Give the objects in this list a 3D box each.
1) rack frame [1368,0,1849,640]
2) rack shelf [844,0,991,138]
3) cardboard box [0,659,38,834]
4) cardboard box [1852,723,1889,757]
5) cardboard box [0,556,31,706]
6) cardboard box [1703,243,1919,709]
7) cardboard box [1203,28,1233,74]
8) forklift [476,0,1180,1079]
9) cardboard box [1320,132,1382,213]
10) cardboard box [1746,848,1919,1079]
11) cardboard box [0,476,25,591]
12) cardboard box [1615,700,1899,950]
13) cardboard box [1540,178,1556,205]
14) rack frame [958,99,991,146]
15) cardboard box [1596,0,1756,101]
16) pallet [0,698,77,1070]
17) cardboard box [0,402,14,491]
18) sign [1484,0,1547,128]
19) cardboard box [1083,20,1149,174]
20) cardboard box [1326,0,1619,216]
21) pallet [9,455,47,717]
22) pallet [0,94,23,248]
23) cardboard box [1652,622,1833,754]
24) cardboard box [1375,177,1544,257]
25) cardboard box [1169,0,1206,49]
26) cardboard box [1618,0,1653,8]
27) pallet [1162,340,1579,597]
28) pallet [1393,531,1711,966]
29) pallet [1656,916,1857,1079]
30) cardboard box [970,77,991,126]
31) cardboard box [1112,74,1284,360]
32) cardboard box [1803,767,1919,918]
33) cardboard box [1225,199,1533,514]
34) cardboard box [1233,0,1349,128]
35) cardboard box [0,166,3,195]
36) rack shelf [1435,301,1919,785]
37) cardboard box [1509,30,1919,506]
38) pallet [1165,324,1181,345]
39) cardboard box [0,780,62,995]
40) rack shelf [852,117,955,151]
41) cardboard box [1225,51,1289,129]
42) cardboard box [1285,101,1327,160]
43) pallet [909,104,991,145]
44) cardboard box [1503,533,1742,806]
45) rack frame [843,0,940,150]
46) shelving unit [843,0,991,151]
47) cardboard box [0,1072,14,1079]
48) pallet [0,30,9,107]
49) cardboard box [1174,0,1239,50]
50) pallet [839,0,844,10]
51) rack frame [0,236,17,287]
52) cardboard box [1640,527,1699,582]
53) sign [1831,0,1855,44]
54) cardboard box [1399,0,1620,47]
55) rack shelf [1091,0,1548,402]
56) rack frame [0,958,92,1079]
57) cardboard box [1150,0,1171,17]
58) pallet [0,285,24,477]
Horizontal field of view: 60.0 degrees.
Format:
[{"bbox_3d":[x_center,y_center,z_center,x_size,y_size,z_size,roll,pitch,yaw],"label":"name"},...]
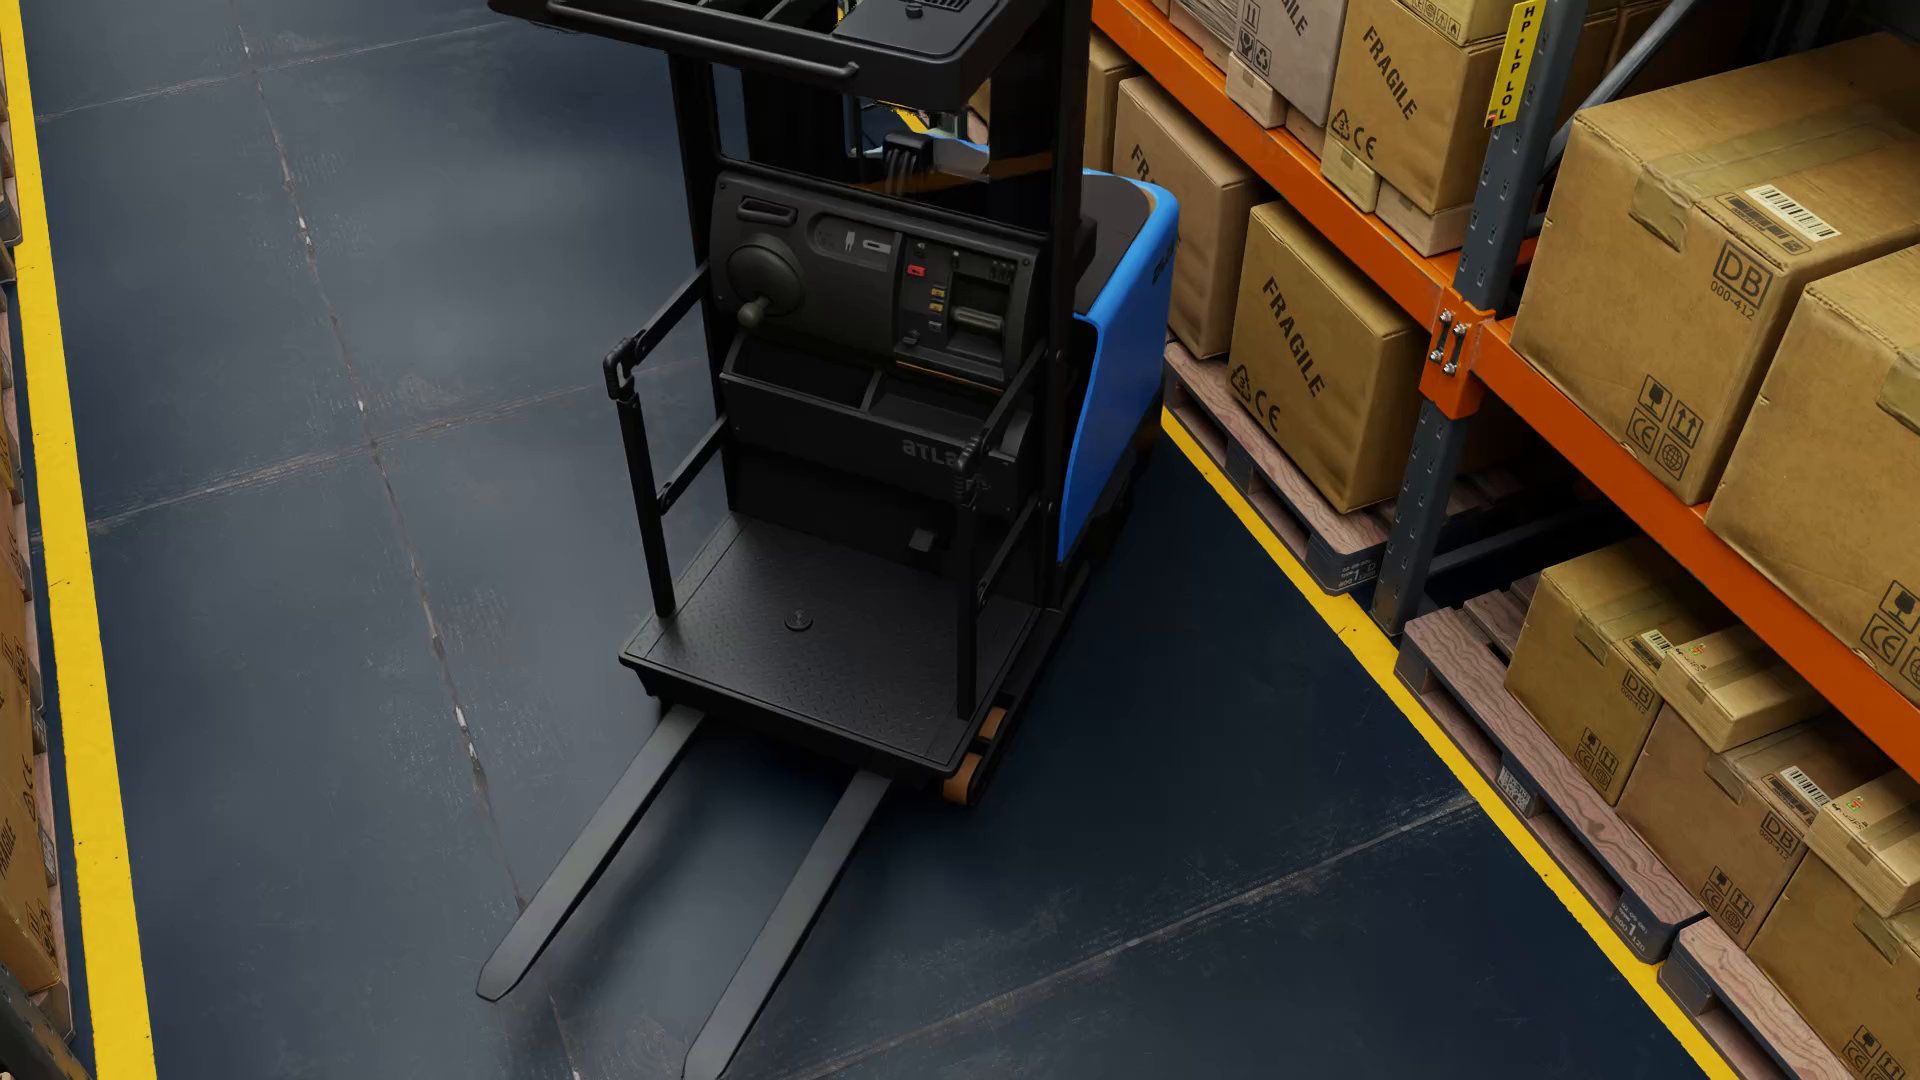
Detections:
[{"bbox_3d":[1.829,-0.930,4.557,1.000,3.000,0.127,-18,47,-17],"label":"rack frame"},{"bbox_3d":[-0.044,-1.762,5.912,0.431,0.370,0.720,-26,50,-24],"label":"rack shelf"},{"bbox_3d":[-2.881,0.552,4.522,0.500,0.500,0.500,-17,47,-17],"label":"cardboard box"},{"bbox_3d":[2.504,0.438,4.189,0.380,0.149,0.250,-19,48,-19],"label":"cardboard box"},{"bbox_3d":[-3.084,0.231,4.847,0.500,0.500,0.500,-17,47,-17],"label":"cardboard box"},{"bbox_3d":[2.344,-0.219,3.623,0.980,0.700,0.700,-19,48,-18],"label":"cardboard box"},{"bbox_3d":[1.027,-1.638,5.439,0.380,0.149,0.250,-18,47,-17],"label":"cardboard box"},{"bbox_3d":[-0.328,-0.603,4.274,1.130,2.935,3.031,17,47,17],"label":"forklift"},{"bbox_3d":[1.302,-1.133,4.927,0.380,0.149,0.250,-17,47,-17],"label":"cardboard box"},{"bbox_3d":[2.472,0.966,4.116,0.700,0.500,0.500,-17,47,-16],"label":"cardboard box"},{"bbox_3d":[-3.296,-0.091,5.173,0.500,0.500,0.500,-20,48,-19],"label":"cardboard box"},{"bbox_3d":[2.258,0.638,4.448,0.700,0.500,0.500,-18,48,-18],"label":"cardboard box"},{"bbox_3d":[1.868,-1.120,4.914,0.380,0.149,0.250,-19,48,-19],"label":"cardboard box"},{"bbox_3d":[0.163,-1.272,5.971,0.400,1.500,0.023,-26,50,-24],"label":"rack frame"},{"bbox_3d":[1.864,-1.446,4.783,0.500,0.500,0.500,-20,48,-19],"label":"cardboard box"},{"bbox_3d":[-3.040,1.021,4.565,1.003,0.211,1.213,-18,47,-17],"label":"pallet"},{"bbox_3d":[-3.522,-0.424,5.510,0.500,0.500,0.500,-20,48,-19],"label":"cardboard box"},{"bbox_3d":[1.341,-1.147,4.009,0.100,0.325,0.005,-18,47,-17],"label":"sign"},{"bbox_3d":[0.700,-1.796,6.666,0.750,0.750,0.750,-18,47,-18],"label":"cardboard box"},{"bbox_3d":[1.406,-1.298,4.633,0.500,0.500,0.500,-19,48,-18],"label":"cardboard box"},{"bbox_3d":[-3.557,0.242,5.354,1.003,0.211,1.213,-18,47,-17],"label":"pallet"},{"bbox_3d":[-4.657,-1.557,7.178,1.003,0.211,1.213,-18,47,-17],"label":"pallet"},{"bbox_3d":[2.029,0.358,4.270,0.380,0.149,0.250,-17,47,-16],"label":"cardboard box"},{"bbox_3d":[1.430,-0.979,4.772,0.380,0.149,0.250,-18,47,-17],"label":"cardboard box"},{"bbox_3d":[0.935,-1.802,5.605,0.380,0.149,0.250,-19,48,-18],"label":"cardboard box"},{"bbox_3d":[1.872,-1.715,4.522,0.500,0.250,0.500,-17,47,-16],"label":"cardboard box"},{"bbox_3d":[1.436,-0.407,6.012,1.003,0.211,1.213,-18,47,-17],"label":"pallet"},{"bbox_3d":[2.078,0.570,5.022,1.003,0.211,1.213,-18,47,-17],"label":"pallet"},{"bbox_3d":[2.594,1.349,4.233,1.003,0.211,1.213,-18,47,-17],"label":"pallet"},{"bbox_3d":[0.337,-2.356,7.233,0.750,0.750,0.750,-19,48,-18],"label":"cardboard box"},{"bbox_3d":[1.061,-1.256,6.118,0.750,0.750,0.750,-17,47,-16],"label":"cardboard box"},{"bbox_3d":[2.248,0.691,3.933,0.380,0.149,0.250,-19,48,-19],"label":"cardboard box"},{"bbox_3d":[1.438,-0.690,5.545,0.750,0.750,0.750,-18,47,-17],"label":"cardboard box"},{"bbox_3d":[1.183,-1.620,4.959,0.500,0.500,0.500,-18,47,-17],"label":"cardboard box"},{"bbox_3d":[-4.300,-1.605,6.899,0.500,0.250,0.500,-18,47,-18],"label":"cardboard box"},{"bbox_3d":[2.670,0.601,3.518,1.077,0.370,4.000,-18,47,-17],"label":"rack shelf"},{"bbox_3d":[2.042,-0.686,4.096,0.980,0.700,0.700,-17,47,-17],"label":"cardboard box"},{"bbox_3d":[0.919,-1.185,6.801,1.003,0.211,1.213,-18,47,-17],"label":"pallet"},{"bbox_3d":[-2.646,0.888,4.180,0.500,0.500,0.500,-20,48,-19],"label":"cardboard box"},{"bbox_3d":[-0.044,-1.252,6.415,0.431,0.370,0.720,-26,50,-24],"label":"rack shelf"},{"bbox_3d":[1.070,-1.463,5.261,0.380,0.149,0.250,-18,47,-17],"label":"cardboard box"},{"bbox_3d":[1.234,-1.312,5.108,0.380,0.149,0.250,-17,47,-16],"label":"cardboard box"},{"bbox_3d":[0.410,-1.962,7.588,1.003,0.211,1.213,-18,47,-17],"label":"pallet"},{"bbox_3d":[2.050,0.317,4.774,0.700,0.500,0.500,-17,47,-17],"label":"cardboard box"},{"bbox_3d":[-0.251,-1.697,6.401,0.400,1.500,0.023,-26,50,-24],"label":"rack frame"},{"bbox_3d":[-0.044,-1.485,6.186,0.431,1.500,0.755,-26,50,-24],"label":"shelving unit"},{"bbox_3d":[-2.167,1.548,3.512,0.500,0.500,0.500,-18,47,-17],"label":"cardboard box"},{"bbox_3d":[-5.166,-2.334,7.965,1.003,0.211,1.213,-18,47,-17],"label":"pallet"},{"bbox_3d":[0.979,-1.943,5.286,0.500,0.500,0.500,-18,47,-17],"label":"cardboard box"},{"bbox_3d":[-0.180,-2.985,8.625,1.003,0.211,1.213,-18,47,-17],"label":"pallet"},{"bbox_3d":[-4.346,-2.014,5.655,1.000,3.000,0.127,-18,47,-17],"label":"rack frame"},{"bbox_3d":[2.169,-0.065,4.699,0.380,0.149,0.250,-18,47,-18],"label":"cardboard box"},{"bbox_3d":[2.332,-1.431,4.392,0.100,0.325,0.005,-18,47,-17],"label":"sign"},{"bbox_3d":[1.400,-1.568,4.372,0.500,0.250,0.500,-17,47,-16],"label":"cardboard box"},{"bbox_3d":[0.988,-1.948,6.101,1.077,0.370,4.000,-18,47,-17],"label":"rack shelf"},{"bbox_3d":[-2.661,0.534,3.073,0.949,2.616,0.053,-18,47,-17],"label":"rack frame"},{"bbox_3d":[0.834,-1.975,5.780,0.380,0.149,0.250,-17,47,-16],"label":"cardboard box"},{"bbox_3d":[-4.066,-0.534,6.141,1.003,0.211,1.213,-18,47,-17],"label":"pallet"}]
